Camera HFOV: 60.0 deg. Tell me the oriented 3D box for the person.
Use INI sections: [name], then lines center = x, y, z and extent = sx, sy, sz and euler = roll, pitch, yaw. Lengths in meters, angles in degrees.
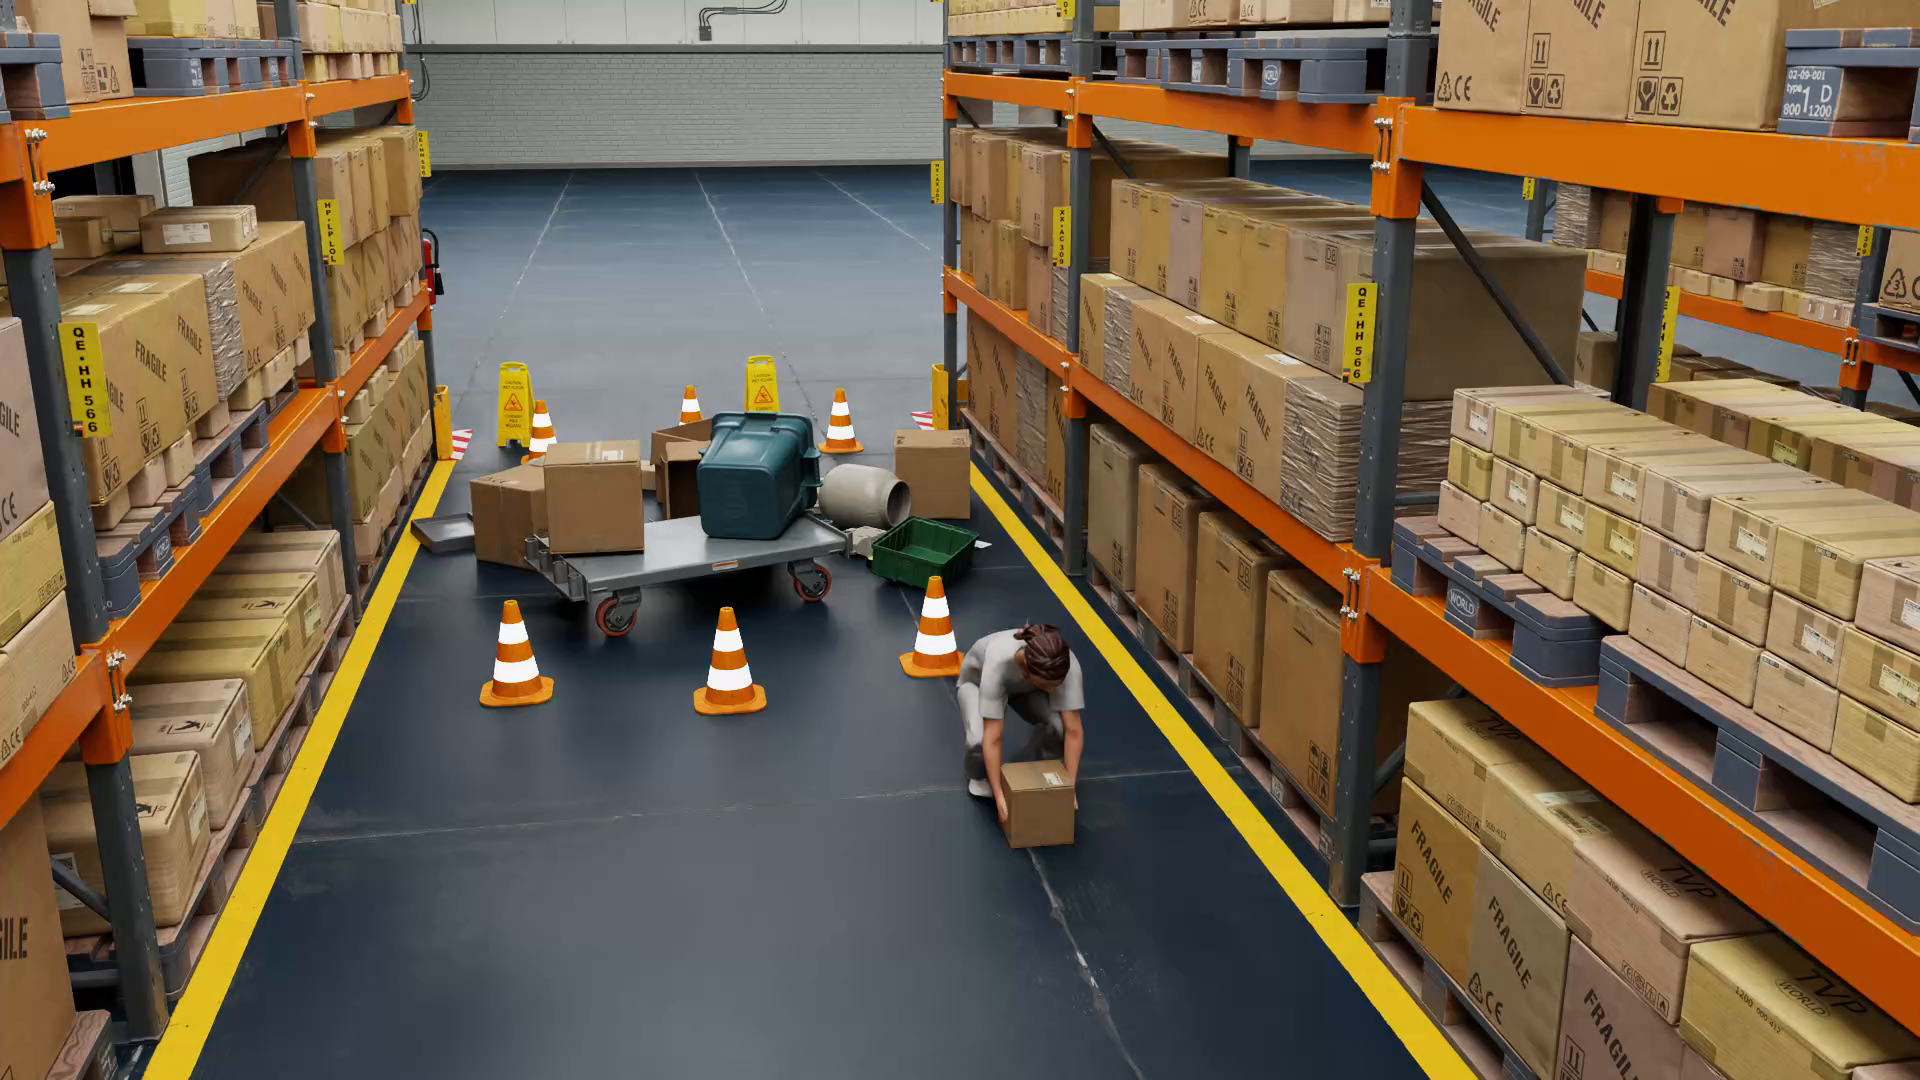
[person]
center = 0.236, 0.673, 6.771
extent = 0.481, 0.824, 0.800
euler = -3, 17, -11
